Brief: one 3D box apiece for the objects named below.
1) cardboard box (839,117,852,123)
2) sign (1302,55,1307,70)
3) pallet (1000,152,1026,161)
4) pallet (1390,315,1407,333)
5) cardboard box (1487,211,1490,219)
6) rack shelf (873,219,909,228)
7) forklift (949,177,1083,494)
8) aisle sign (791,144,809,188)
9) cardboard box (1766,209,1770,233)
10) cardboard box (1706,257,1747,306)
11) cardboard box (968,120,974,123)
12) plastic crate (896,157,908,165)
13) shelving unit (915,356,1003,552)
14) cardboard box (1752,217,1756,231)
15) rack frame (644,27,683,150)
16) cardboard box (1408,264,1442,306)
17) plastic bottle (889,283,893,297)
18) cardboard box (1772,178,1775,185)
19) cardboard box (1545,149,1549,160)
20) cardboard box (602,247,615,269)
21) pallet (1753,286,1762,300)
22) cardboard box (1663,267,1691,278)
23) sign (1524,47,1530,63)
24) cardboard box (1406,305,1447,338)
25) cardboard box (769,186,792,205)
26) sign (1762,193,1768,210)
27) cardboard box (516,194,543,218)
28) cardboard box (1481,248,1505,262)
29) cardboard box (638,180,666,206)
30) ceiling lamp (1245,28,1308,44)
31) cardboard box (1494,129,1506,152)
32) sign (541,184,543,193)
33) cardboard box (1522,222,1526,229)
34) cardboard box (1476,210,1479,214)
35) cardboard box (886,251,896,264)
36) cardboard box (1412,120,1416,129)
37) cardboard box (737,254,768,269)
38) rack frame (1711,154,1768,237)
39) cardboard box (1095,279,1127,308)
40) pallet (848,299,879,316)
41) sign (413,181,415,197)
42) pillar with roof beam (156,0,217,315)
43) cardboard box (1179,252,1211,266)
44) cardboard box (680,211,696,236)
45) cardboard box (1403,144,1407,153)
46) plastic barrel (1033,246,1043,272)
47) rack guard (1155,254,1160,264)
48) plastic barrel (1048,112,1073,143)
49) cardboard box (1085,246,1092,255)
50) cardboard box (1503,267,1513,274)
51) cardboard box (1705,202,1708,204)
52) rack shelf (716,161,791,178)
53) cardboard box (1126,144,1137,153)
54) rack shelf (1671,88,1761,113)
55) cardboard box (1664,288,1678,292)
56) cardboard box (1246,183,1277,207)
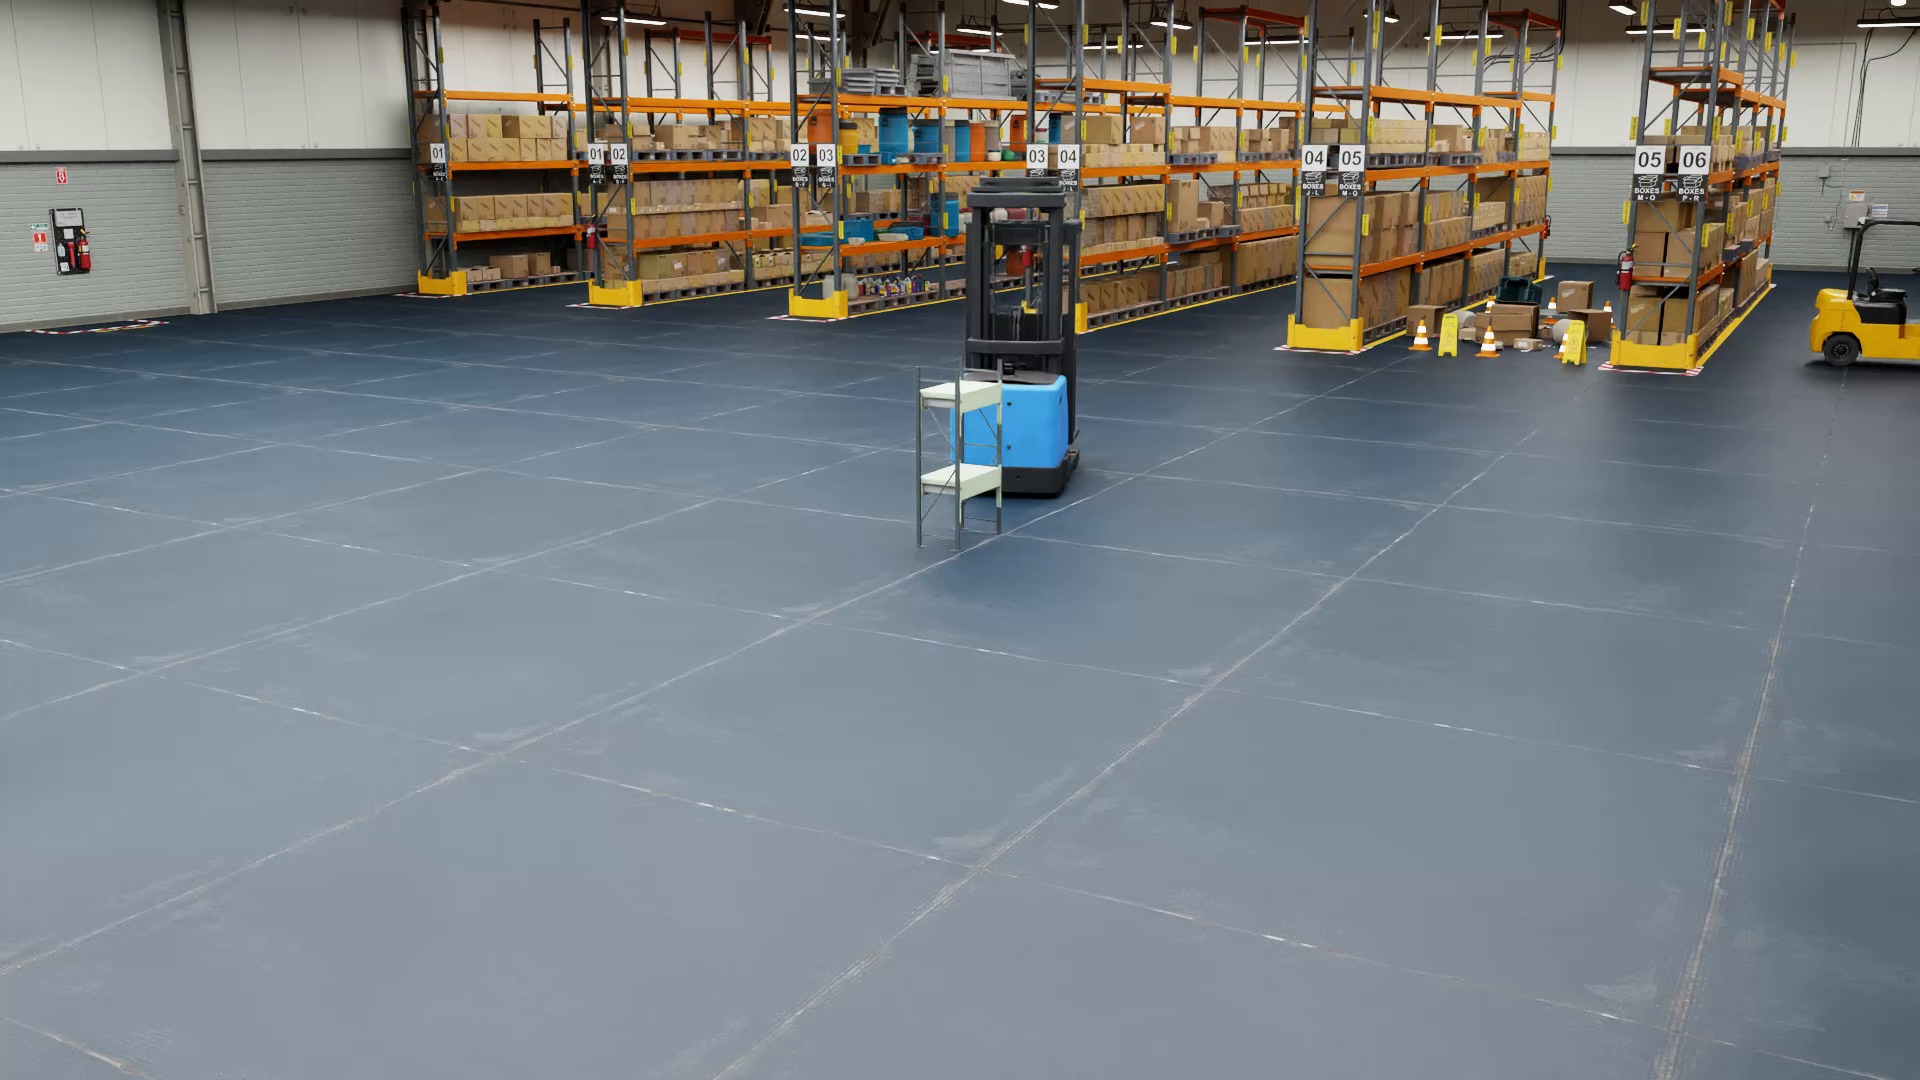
[{"bbox_3d":[-2.956,-10.016,40.432,0.500,0.500,0.500,7,15,28],"label":"cardboard box"},{"bbox_3d":[7.912,-10.982,38.223,0.100,0.325,0.005,7,15,28],"label":"sign"},{"bbox_3d":[1.617,-8.885,38.489,1.003,0.211,1.213,7,15,28],"label":"pallet"},{"bbox_3d":[7.420,-3.905,29.781,1.003,0.211,1.213,7,15,28],"label":"pallet"},{"bbox_3d":[10.948,-6.852,35.059,0.380,0.149,0.250,8,16,30],"label":"cardboard box"},{"bbox_3d":[-2.206,-7.995,42.331,1.077,0.370,4.000,7,15,28],"label":"rack shelf"},{"bbox_3d":[0.637,-2.157,16.727,1.130,2.935,3.031,2,14,9],"label":"forklift"},{"bbox_3d":[-3.001,-7.014,31.179,0.394,0.787,0.004,7,15,28],"label":"aisle sign"},{"bbox_3d":[17.304,-6.934,36.182,0.500,0.500,0.500,8,16,30],"label":"cardboard box"},{"bbox_3d":[14.579,-4.992,31.977,0.875,0.875,0.875,7,15,28],"label":"cardboard box"},{"bbox_3d":[-0.003,-11.254,45.566,0.700,0.500,0.500,7,15,28],"label":"cardboard box"},{"bbox_3d":[-1.194,-7.507,32.933,0.243,0.136,0.396,7,15,28],"label":"plastic crate"},{"bbox_3d":[-0.003,-0.728,13.852,0.431,1.500,0.755,7,15,28],"label":"shelving unit"},{"bbox_3d":[15.393,-6.244,32.786,0.500,0.250,0.500,8,16,29],"label":"cardboard box"},{"bbox_3d":[-7.511,-11.411,42.166,1.000,3.000,0.127,7,15,28],"label":"rack frame"},{"bbox_3d":[8.548,-4.853,31.669,1.050,0.750,0.750,7,15,28],"label":"cardboard box"},{"bbox_3d":[-1.391,-5.026,33.362,0.097,0.271,0.097,0,14,0],"label":"plastic bottle"},{"bbox_3d":[17.889,-7.966,36.945,0.380,0.149,0.250,7,15,28],"label":"cardboard box"},{"bbox_3d":[13.669,-9.132,39.431,0.500,0.250,0.500,7,15,27],"label":"cardboard box"},{"bbox_3d":[-8.898,-6.937,40.804,0.700,0.500,0.500,7,15,27],"label":"cardboard box"},{"bbox_3d":[16.542,-5.301,35.570,1.003,0.211,1.213,7,15,28],"label":"pallet"},{"bbox_3d":[10.650,-3.971,24.642,0.380,0.149,0.250,7,15,28],"label":"cardboard box"},{"bbox_3d":[12.212,-10.435,35.786,0.100,0.325,0.005,7,15,28],"label":"sign"},{"bbox_3d":[8.004,-3.759,28.554,0.500,0.500,0.500,11,17,38],"label":"cardboard box"},{"bbox_3d":[-5.301,-9.571,46.692,0.980,0.700,0.700,8,16,29],"label":"cardboard box"},{"bbox_3d":[16.586,-6.974,34.259,0.100,0.325,0.005,7,15,28],"label":"sign"},{"bbox_3d":[-9.892,-7.638,37.994,0.500,0.500,0.500,7,15,26],"label":"cardboard box"},{"bbox_3d":[11.585,-6.221,36.276,0.500,0.250,0.500,7,15,27],"label":"cardboard box"},{"bbox_3d":[-6.528,-7.186,34.459,0.700,0.500,0.500,7,15,27],"label":"cardboard box"},{"bbox_3d":[8.531,-15.033,44.735,2.000,3.185,0.800,7,15,28],"label":"ceiling lamp"},{"bbox_3d":[11.444,-8.695,36.189,0.700,0.500,0.500,7,15,28],"label":"cardboard box"},{"bbox_3d":[-9.932,-8.299,39.587,0.100,0.325,0.005,7,15,28],"label":"sign"},{"bbox_3d":[12.741,-7.224,38.133,0.380,0.149,0.250,8,16,30],"label":"cardboard box"},{"bbox_3d":[10.433,-6.778,34.118,0.380,0.149,0.250,7,15,28],"label":"cardboard box"},{"bbox_3d":[-1.960,-7.312,42.358,0.500,0.500,0.500,7,15,26],"label":"cardboard box"},{"bbox_3d":[7.593,-7.119,28.486,0.380,0.149,0.250,8,16,29],"label":"cardboard box"},{"bbox_3d":[-4.689,-6.310,37.582,0.500,0.311,0.500,7,15,28],"label":"cardboard box"},{"bbox_3d":[16.106,-6.509,34.632,1.000,3.000,0.127,7,15,28],"label":"rack frame"},{"bbox_3d":[2.833,-4.647,31.348,0.500,0.500,0.500,6,15,23],"label":"cardboard box"},{"bbox_3d":[-2.313,-4.562,32.508,1.003,0.211,1.213,7,15,28],"label":"pallet"},{"bbox_3d":[-11.855,-7.637,36.166,0.100,0.325,0.005,7,15,28],"label":"sign"},{"bbox_3d":[-10.929,-8.293,29.231,9.100,9.000,0.400,7,15,28],"label":"pillar with roof beam"},{"bbox_3d":[4.952,-5.924,34.999,0.500,0.250,0.500,9,16,34],"label":"cardboard box"},{"bbox_3d":[-6.057,-6.754,35.435,0.700,0.500,0.500,8,16,30],"label":"cardboard box"},{"bbox_3d":[7.346,-6.624,28.136,0.380,0.149,0.250,7,15,28],"label":"cardboard box"},{"bbox_3d":[1.929,-6.738,39.832,0.600,0.588,0.708,7,15,28],"label":"plastic barrel"},{"bbox_3d":[5.029,-7.805,45.341,1.175,0.500,0.348,7,15,28],"label":"rack guard"},{"bbox_3d":[2.404,-9.732,39.633,0.600,0.901,0.708,7,15,28],"label":"plastic barrel"},{"bbox_3d":[2.114,-5.128,29.441,0.380,0.149,0.250,7,15,28],"label":"cardboard box"},{"bbox_3d":[12.179,-6.050,37.281,0.380,0.149,0.250,8,16,31],"label":"cardboard box"},{"bbox_3d":[13.506,-5.912,30.412,0.500,0.500,0.500,8,16,31],"label":"cardboard box"},{"bbox_3d":[-4.140,-8.632,38.575,1.077,0.370,4.000,7,15,28],"label":"rack shelf"},{"bbox_3d":[3.027,-7.199,30.564,0.380,0.149,0.250,8,16,31],"label":"cardboard box"},{"bbox_3d":[13.205,-7.650,28.954,1.077,0.370,4.000,7,15,28],"label":"rack shelf"},{"bbox_3d":[11.216,-3.792,26.733,0.500,0.500,0.500,8,16,31],"label":"cardboard box"},{"bbox_3d":[6.787,-7.897,38.034,0.797,0.503,0.637,8,15,29],"label":"cardboard box"}]
